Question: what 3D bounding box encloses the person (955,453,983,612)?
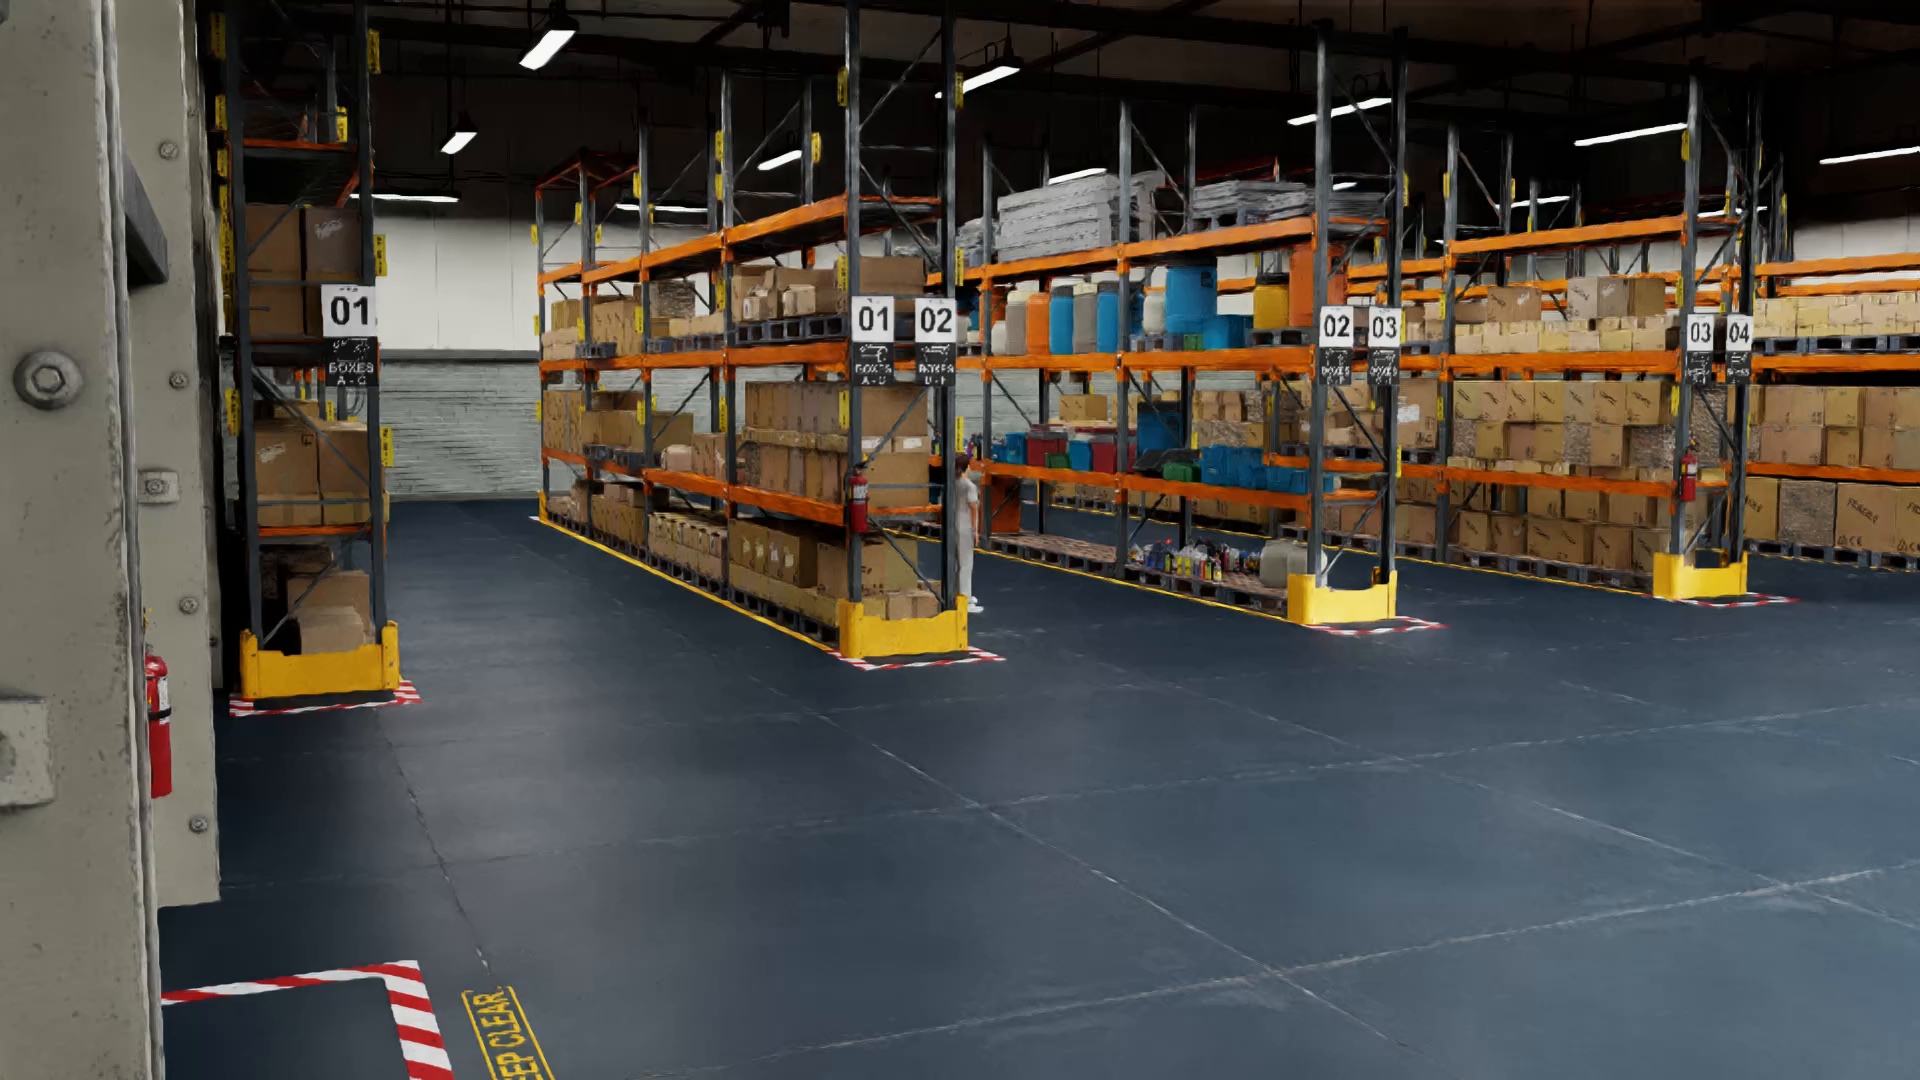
[{"bbox_3d":[0.082,-0.088,17.671,0.498,1.678,0.508,-5,8,-44],"label":"person"}]
